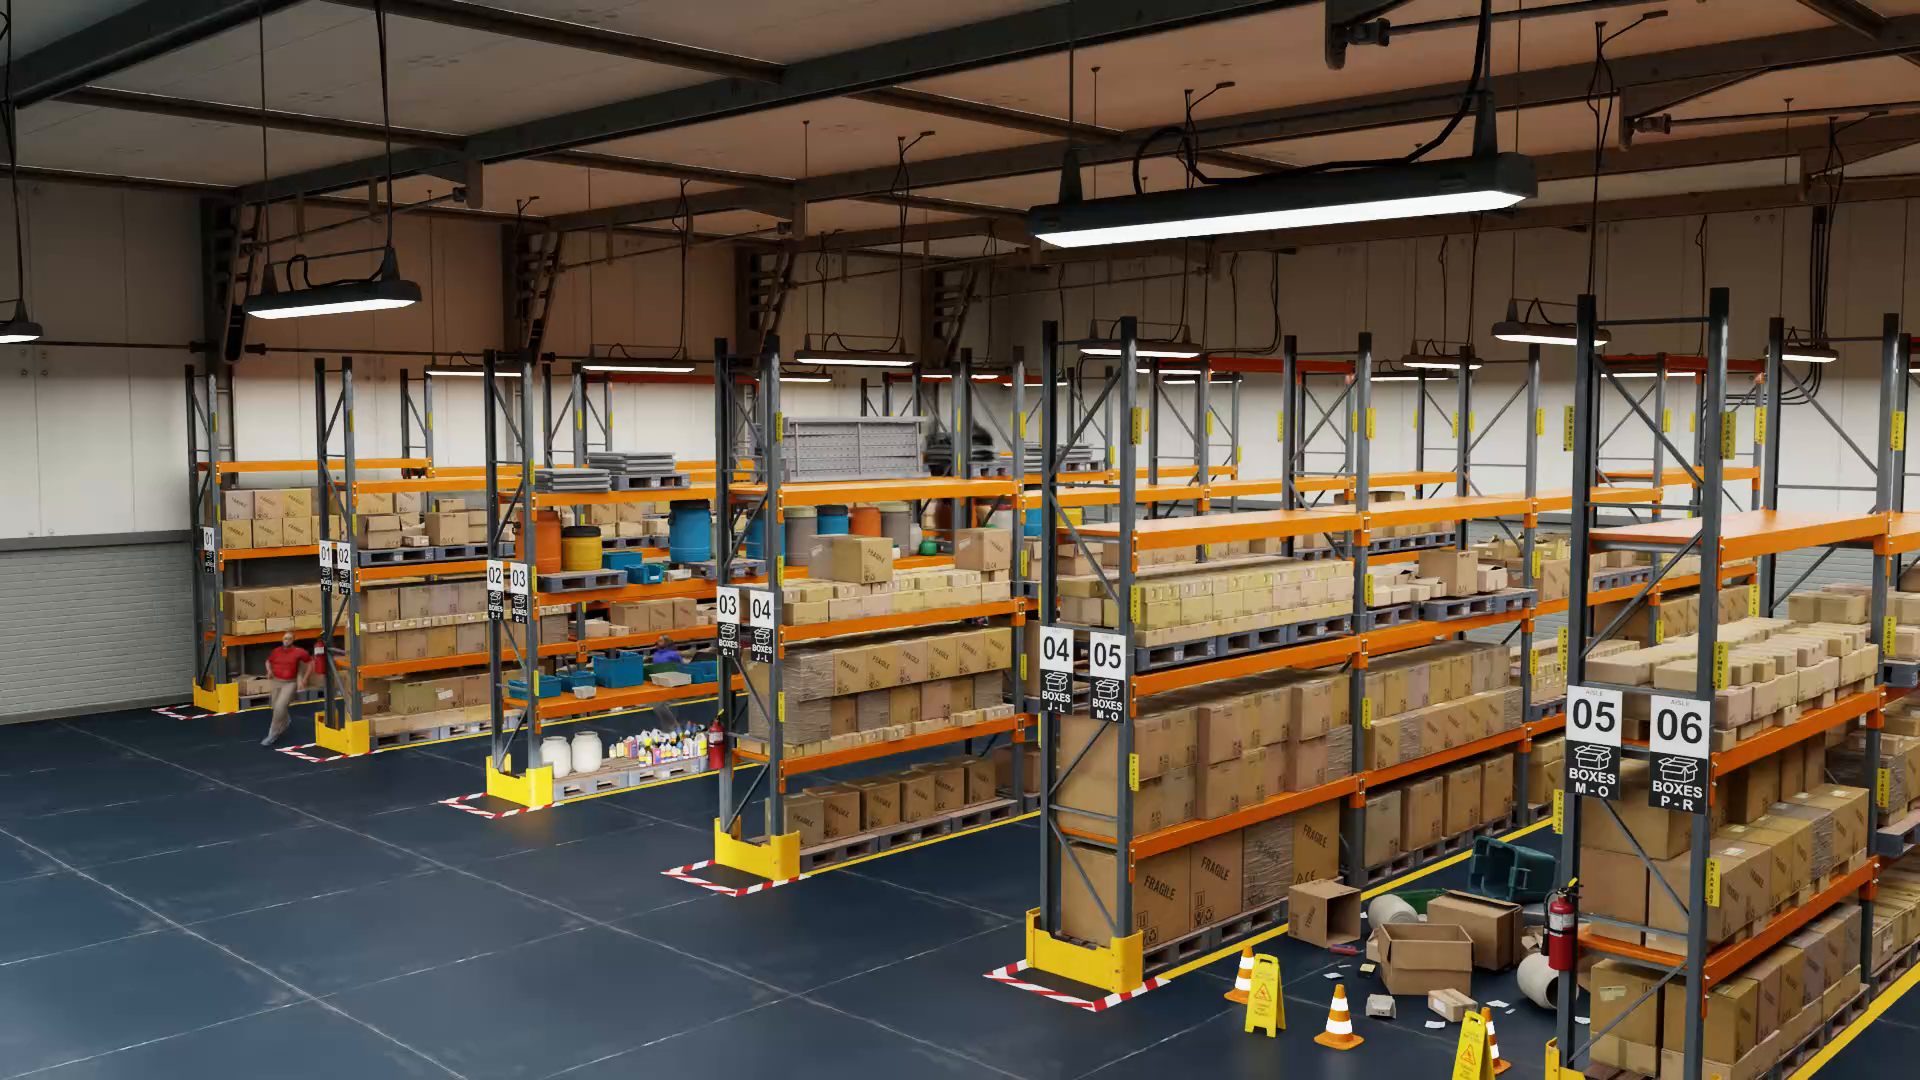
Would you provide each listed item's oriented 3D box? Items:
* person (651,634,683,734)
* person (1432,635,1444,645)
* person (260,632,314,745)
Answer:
[{"bbox_3d":[-4.765,2.318,26.491,0.563,1.618,0.572,3,5,35],"label":"person"},{"bbox_3d":[7.564,2.294,26.390,0.591,1.661,0.921,3,5,34],"label":"person"},{"bbox_3d":[-10.634,2.303,26.197,0.737,1.715,0.965,1,4,10],"label":"person"}]
